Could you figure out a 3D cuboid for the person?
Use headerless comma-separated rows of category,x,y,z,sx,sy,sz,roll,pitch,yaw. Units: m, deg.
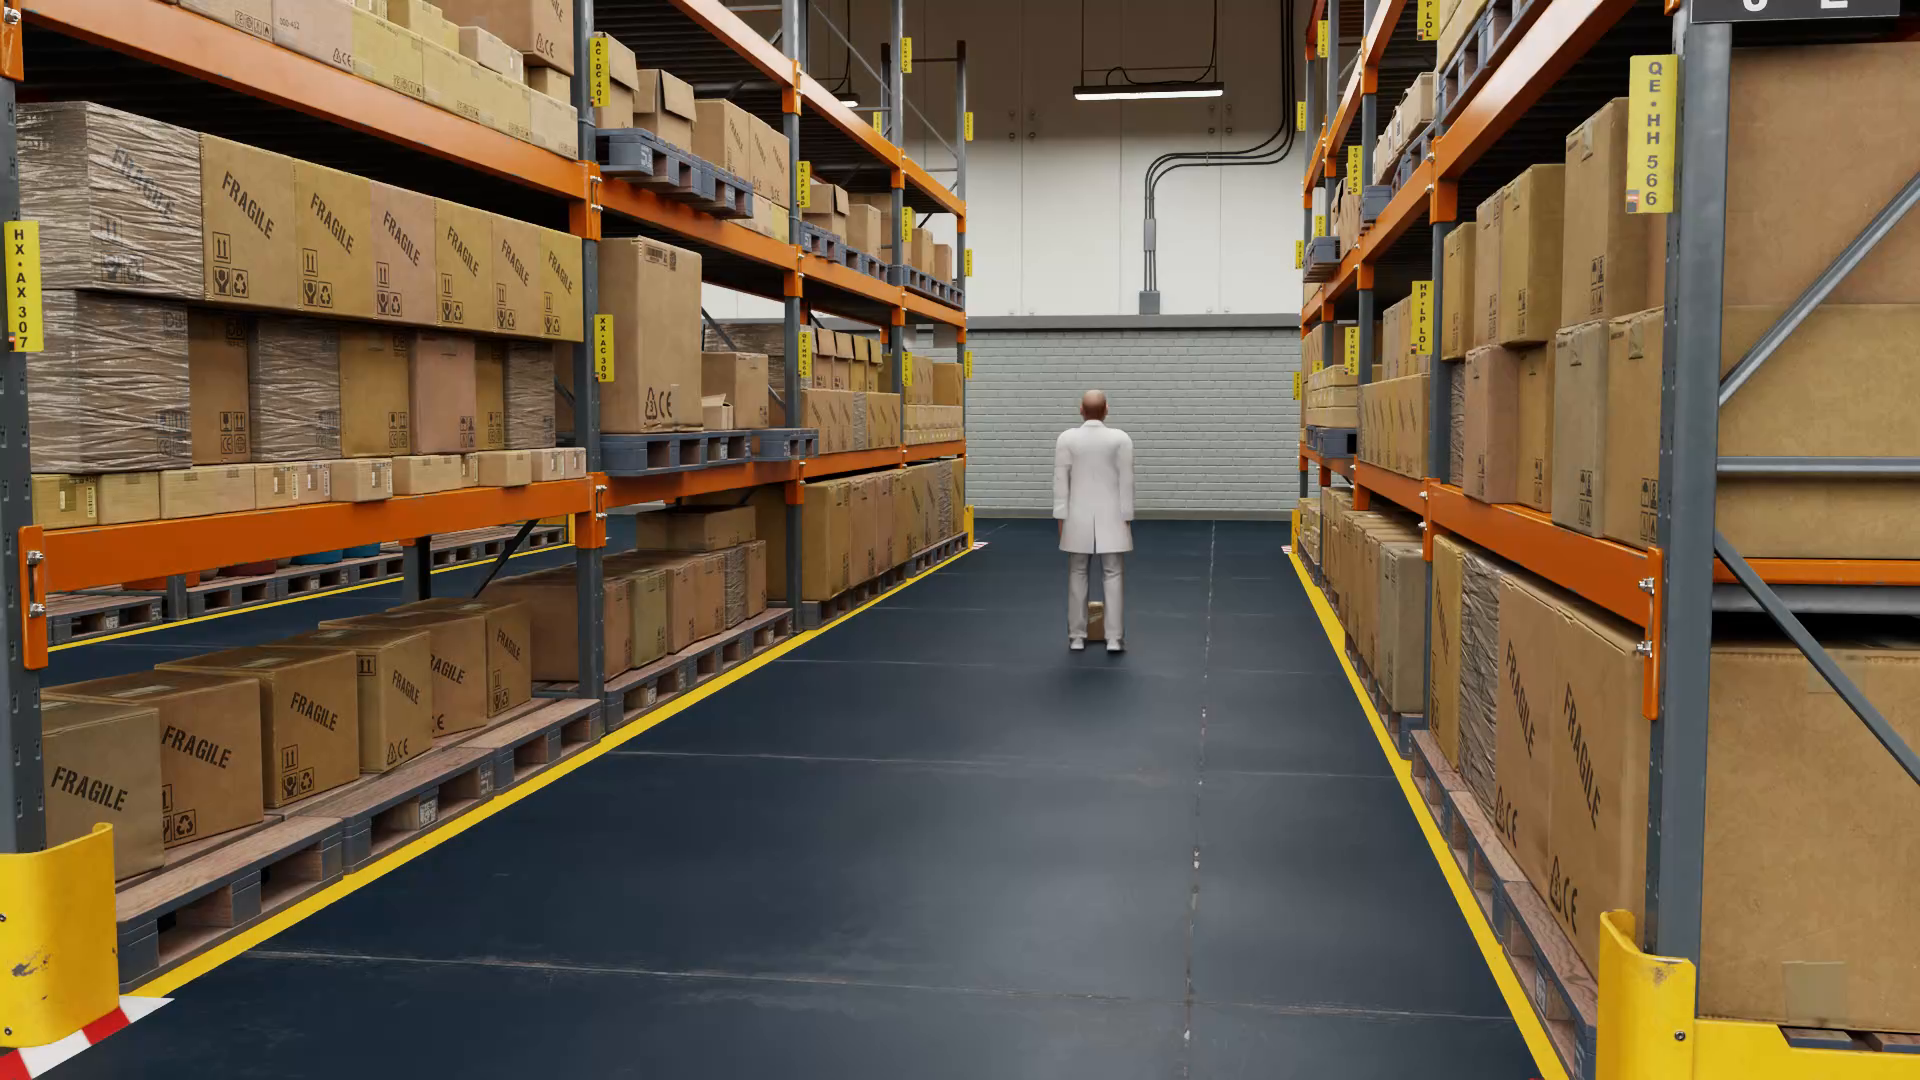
person,0.915,-0.134,11.413,0.562,1.779,0.388,1,4,10
